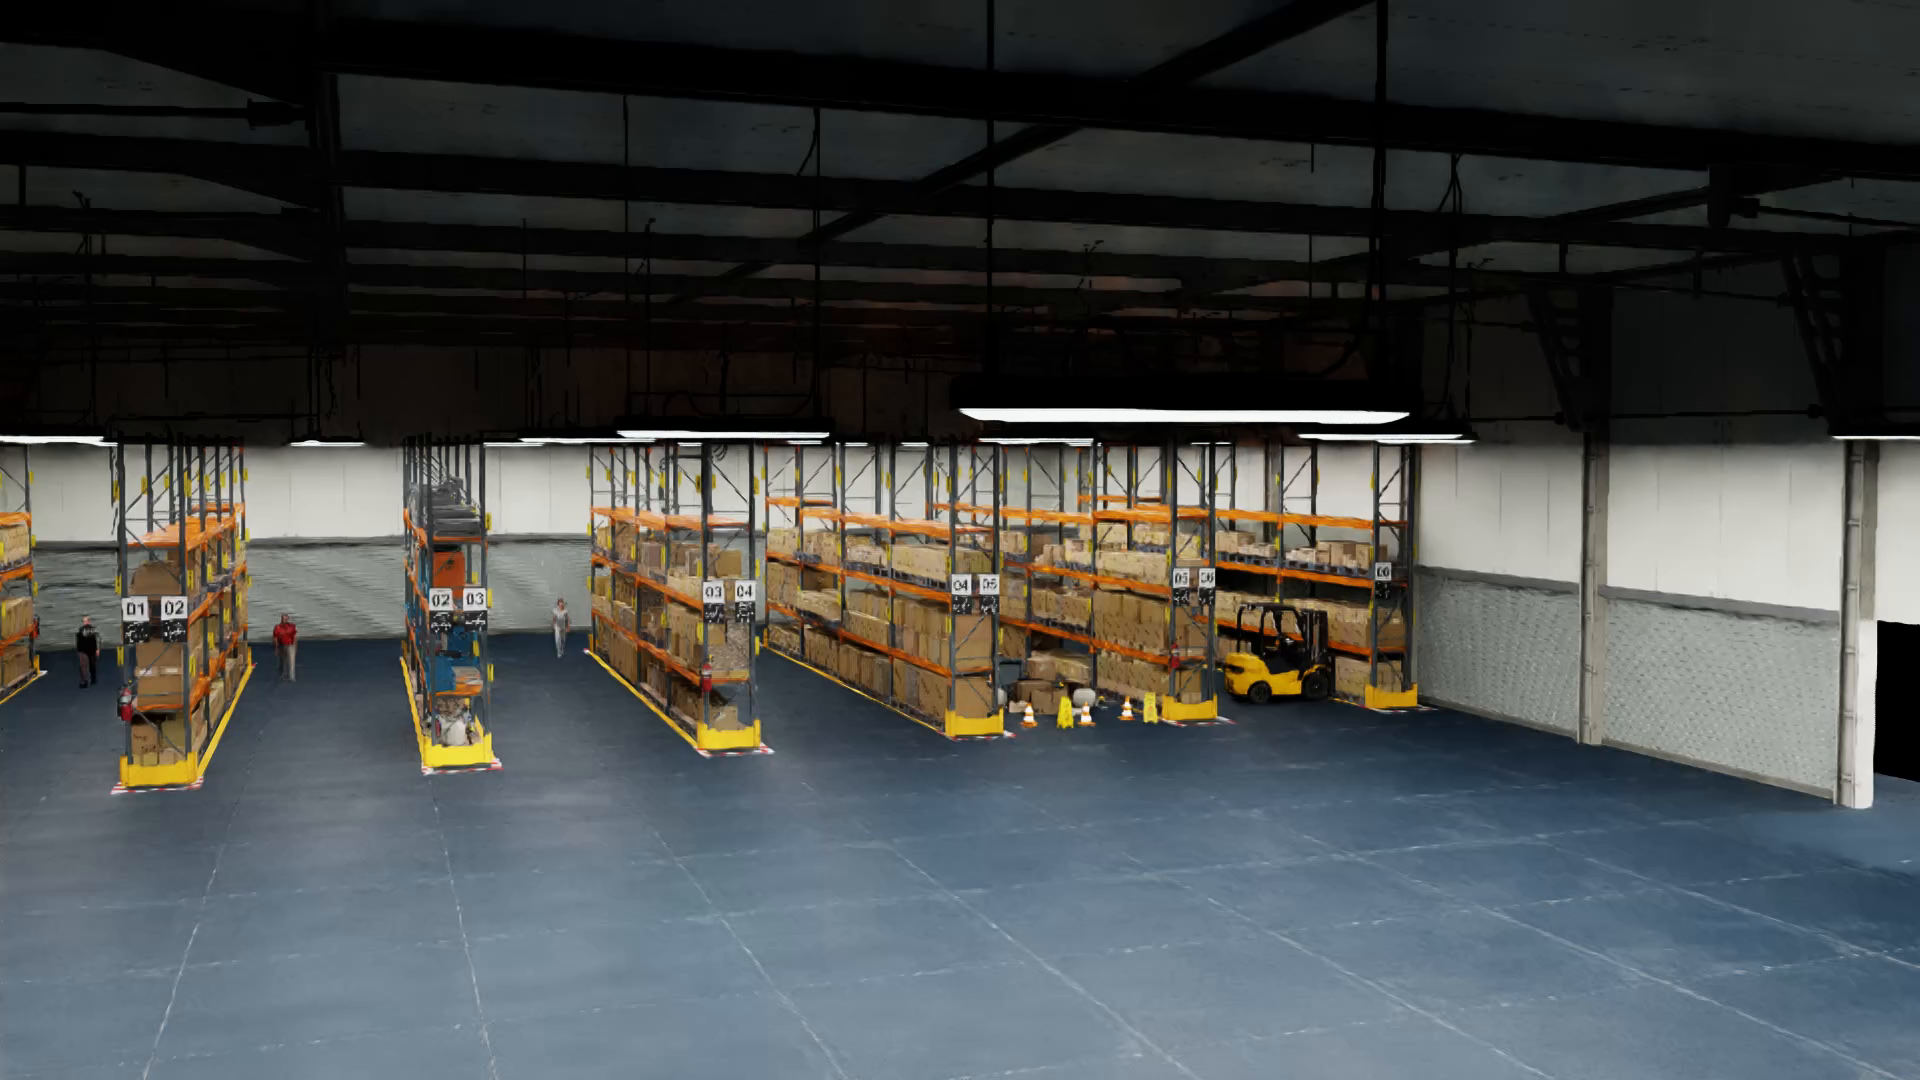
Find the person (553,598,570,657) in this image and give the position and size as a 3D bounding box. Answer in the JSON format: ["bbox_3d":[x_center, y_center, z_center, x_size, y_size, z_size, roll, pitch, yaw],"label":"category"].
[{"bbox_3d":[-10.919,2.387,45.564,0.443,1.591,1.110,-1,3,-22],"label":"person"}]

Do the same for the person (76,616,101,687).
[{"bbox_3d":[-21.014,2.666,40.103,0.555,1.673,1.029,-1,3,-21],"label":"person"}]

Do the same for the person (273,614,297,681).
[{"bbox_3d":[-16.542,2.617,40.773,0.547,1.641,1.115,-1,3,-21],"label":"person"}]
